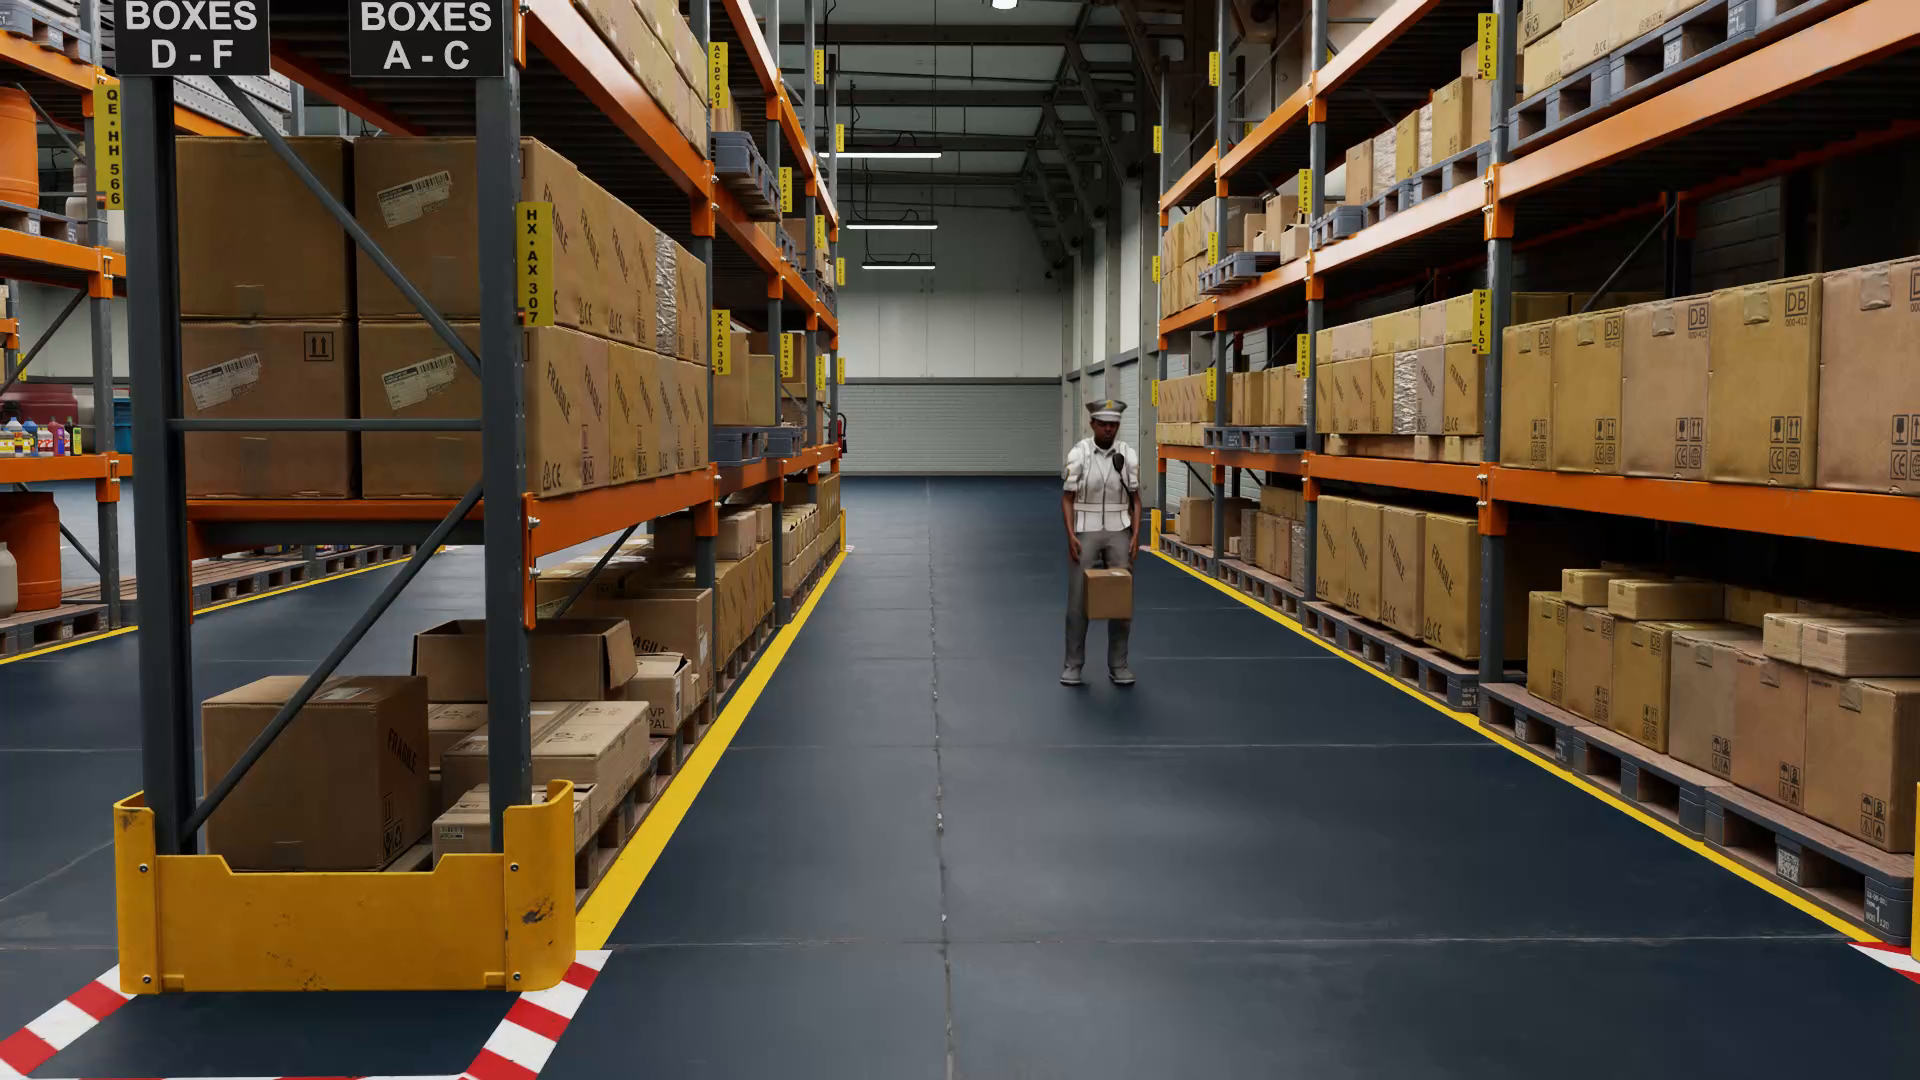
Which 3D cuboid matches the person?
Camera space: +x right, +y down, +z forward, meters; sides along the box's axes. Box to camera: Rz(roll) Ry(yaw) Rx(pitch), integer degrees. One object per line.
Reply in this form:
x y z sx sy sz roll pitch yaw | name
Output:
0.831 0.010 9.823 0.492 1.663 0.370 0 4 -3 | person
